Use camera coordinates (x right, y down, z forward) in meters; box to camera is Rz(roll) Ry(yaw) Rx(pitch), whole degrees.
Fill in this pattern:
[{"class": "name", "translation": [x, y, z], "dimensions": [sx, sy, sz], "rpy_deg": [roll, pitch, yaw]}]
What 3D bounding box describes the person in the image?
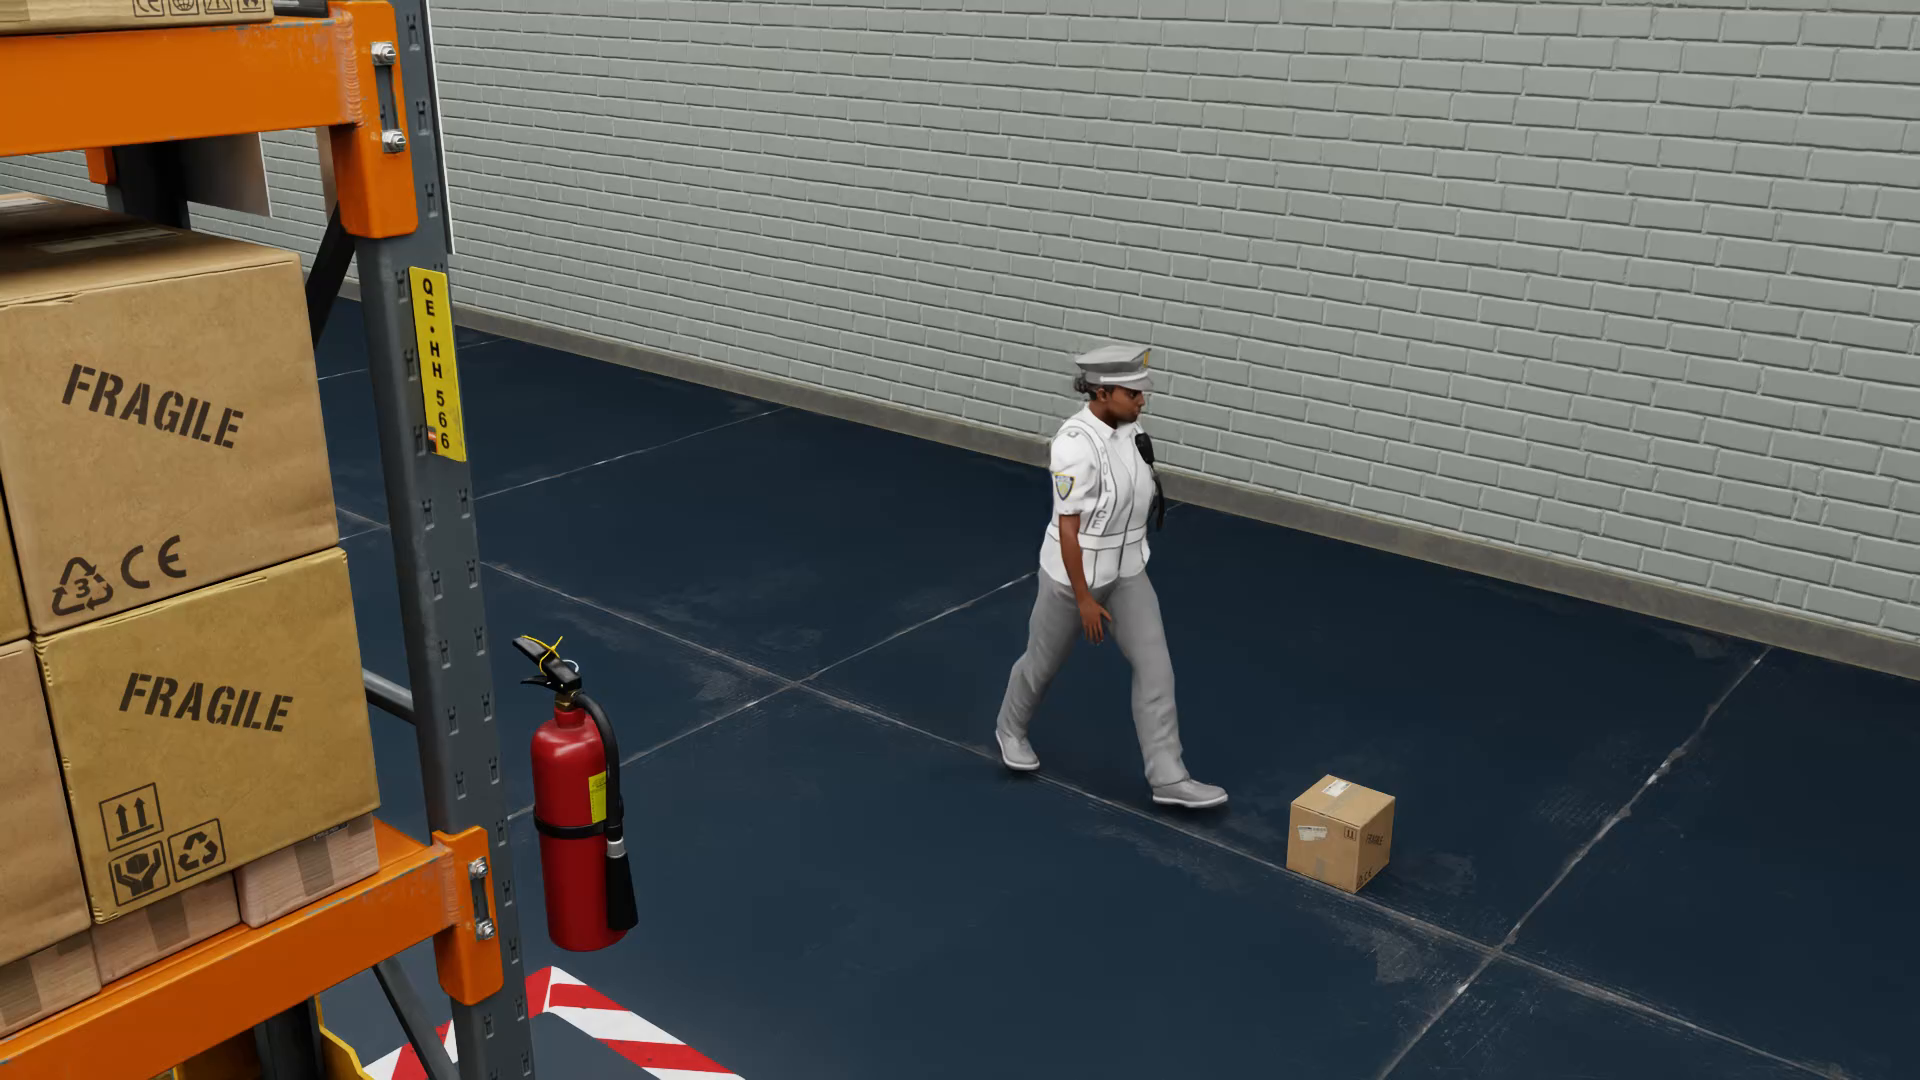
[{"class": "person", "translation": [0.496, 0.129, 5.715], "dimensions": [0.434, 1.621, 0.939], "rpy_deg": [-15, 25, -35]}]
